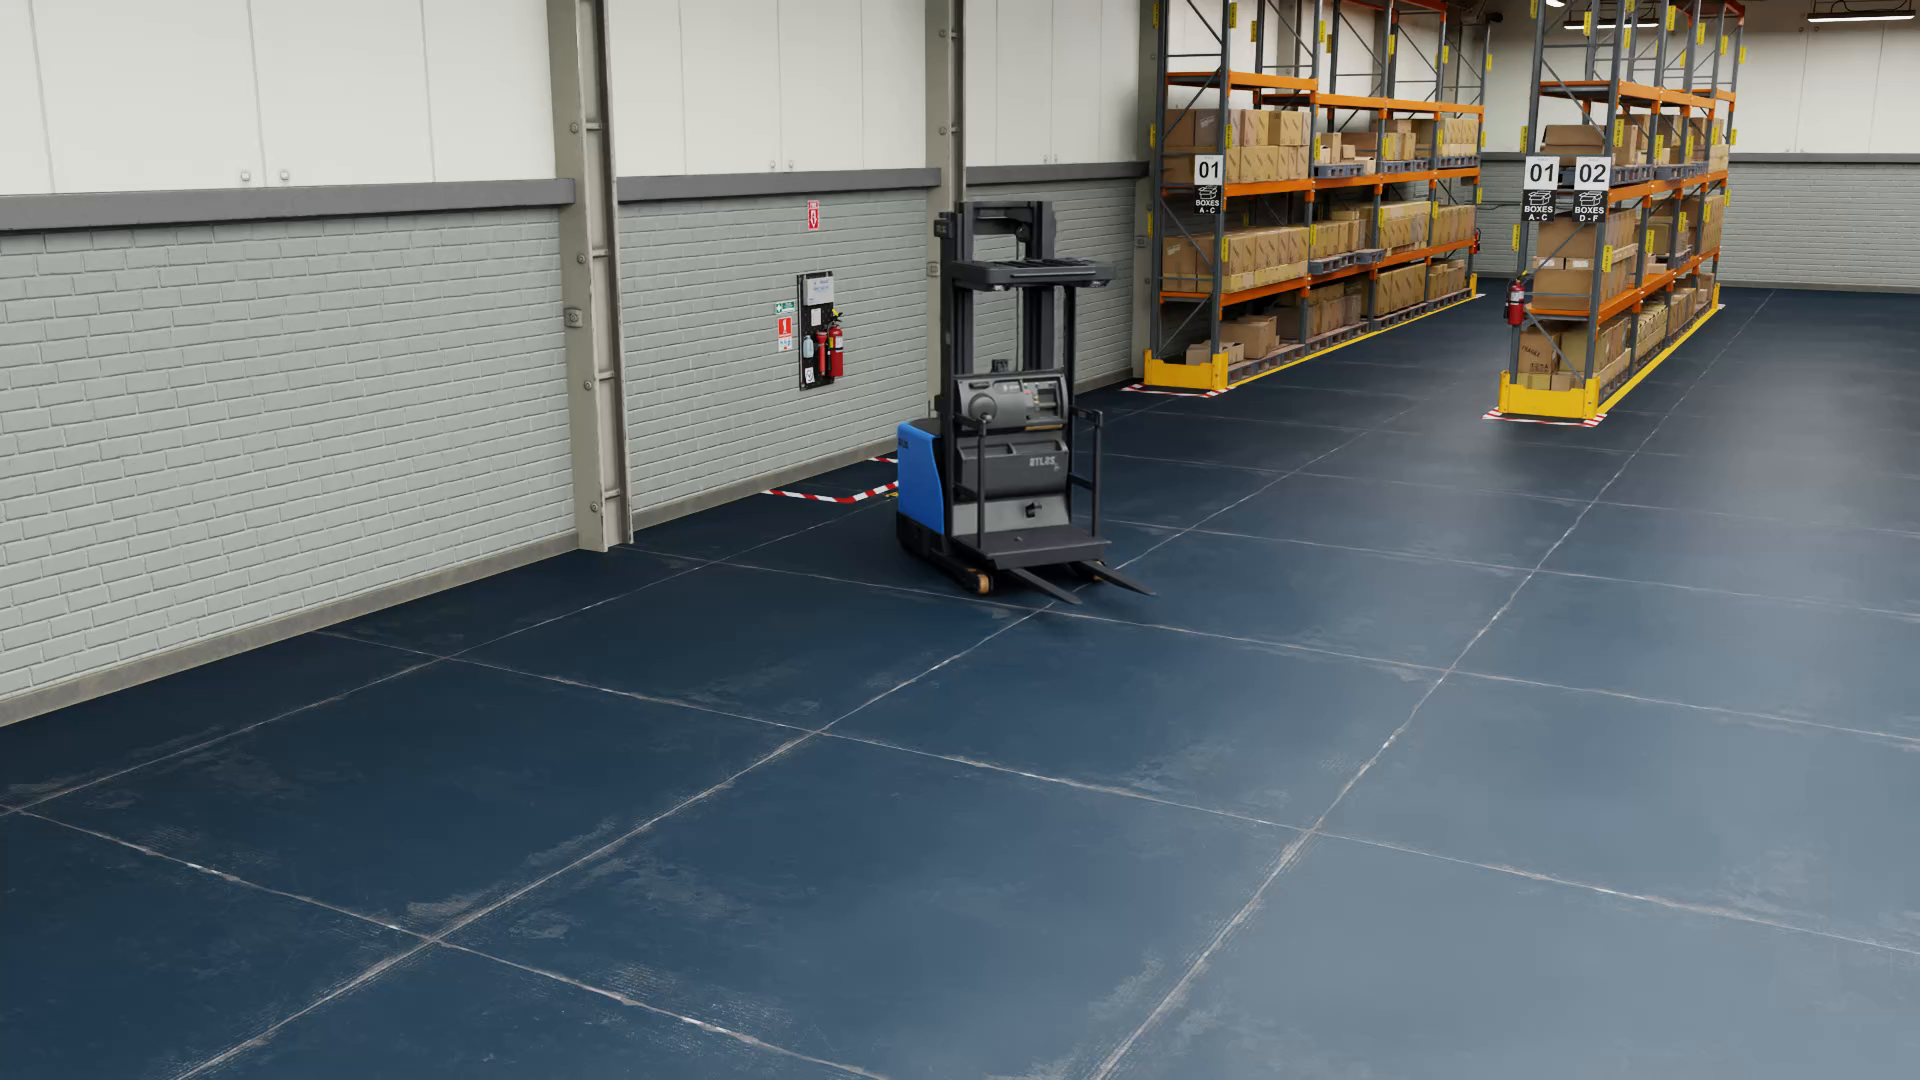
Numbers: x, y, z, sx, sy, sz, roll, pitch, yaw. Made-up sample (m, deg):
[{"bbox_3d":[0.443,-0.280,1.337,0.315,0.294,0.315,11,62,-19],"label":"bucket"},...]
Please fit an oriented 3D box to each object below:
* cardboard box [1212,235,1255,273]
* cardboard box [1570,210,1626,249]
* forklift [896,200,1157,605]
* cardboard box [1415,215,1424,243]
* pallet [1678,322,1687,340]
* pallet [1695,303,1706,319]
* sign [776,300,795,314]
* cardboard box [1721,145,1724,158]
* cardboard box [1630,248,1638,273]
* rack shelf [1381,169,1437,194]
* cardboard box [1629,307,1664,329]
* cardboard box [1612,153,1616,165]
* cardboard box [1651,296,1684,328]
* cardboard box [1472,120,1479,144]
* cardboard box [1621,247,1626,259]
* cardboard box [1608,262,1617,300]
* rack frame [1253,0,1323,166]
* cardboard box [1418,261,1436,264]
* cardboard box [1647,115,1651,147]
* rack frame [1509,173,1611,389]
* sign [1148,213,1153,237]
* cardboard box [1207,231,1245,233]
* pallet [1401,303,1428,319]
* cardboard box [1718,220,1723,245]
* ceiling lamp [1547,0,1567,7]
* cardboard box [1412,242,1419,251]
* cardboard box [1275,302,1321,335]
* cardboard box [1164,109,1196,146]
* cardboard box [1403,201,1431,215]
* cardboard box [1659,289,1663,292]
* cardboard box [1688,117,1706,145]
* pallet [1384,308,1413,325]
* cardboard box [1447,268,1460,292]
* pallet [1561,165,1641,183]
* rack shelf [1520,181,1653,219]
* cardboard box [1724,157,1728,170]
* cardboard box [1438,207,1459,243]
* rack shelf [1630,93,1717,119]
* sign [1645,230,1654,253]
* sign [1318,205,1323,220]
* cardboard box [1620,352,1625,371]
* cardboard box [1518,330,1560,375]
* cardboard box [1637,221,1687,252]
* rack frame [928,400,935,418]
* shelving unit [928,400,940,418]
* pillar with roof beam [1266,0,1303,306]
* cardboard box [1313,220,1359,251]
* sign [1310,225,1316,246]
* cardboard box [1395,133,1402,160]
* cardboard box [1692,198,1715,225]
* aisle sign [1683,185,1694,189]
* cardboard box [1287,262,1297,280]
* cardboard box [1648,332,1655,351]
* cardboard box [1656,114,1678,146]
[{"bbox_3d":[3.901,-4.099,23.813,0.500,0.500,0.500,7,15,28],"label":"cardboard box"},{"bbox_3d":[8.736,-4.275,22.883,0.700,0.500,0.500,7,15,28],"label":"cardboard box"},{"bbox_3d":[0.505,-1.115,12.906,1.130,2.935,3.031,-6,15,-23],"label":"forklift"},{"bbox_3d":[8.720,-6.069,32.418,0.500,0.500,0.500,8,15,28],"label":"cardboard box"},{"bbox_3d":[12.350,-3.757,29.666,1.003,0.211,1.213,7,15,28],"label":"pallet"},{"bbox_3d":[14.220,-4.571,33.045,1.003,0.211,1.213,7,15,28],"label":"pallet"},{"bbox_3d":[-1.736,-2.315,16.527,0.001,0.109,0.331,7,15,28],"label":"sign"},{"bbox_3d":[14.720,-7.645,32.697,0.500,0.250,0.500,7,15,28],"label":"cardboard box"},{"bbox_3d":[10.071,-4.206,25.366,0.500,0.500,0.500,9,16,32],"label":"cardboard box"},{"bbox_3d":[7.993,-6.794,31.447,1.077,0.370,4.000,7,15,28],"label":"rack shelf"},{"bbox_3d":[11.082,-3.612,26.888,0.500,0.311,0.500,7,15,27],"label":"cardboard box"},{"bbox_3d":[8.220,-4.903,21.410,0.380,0.149,0.250,7,15,28],"label":"cardboard box"},{"bbox_3d":[12.330,-3.984,29.055,0.500,0.500,0.500,7,15,27],"label":"cardboard box"},{"bbox_3d":[10.779,-8.738,35.587,0.500,0.500,0.500,7,15,28],"label":"cardboard box"},{"bbox_3d":[8.994,-3.969,22.999,0.380,0.149,0.250,7,15,28],"label":"cardboard box"},{"bbox_3d":[8.480,-3.534,22.578,0.700,0.500,0.500,8,16,30],"label":"cardboard box"},{"bbox_3d":[5.093,-7.370,25.905,1.000,3.000,0.127,7,15,28],"label":"rack frame"},{"bbox_3d":[9.917,-5.853,35.466,0.380,0.149,0.250,8,15,29],"label":"cardboard box"},{"bbox_3d":[10.019,-6.089,24.814,0.500,0.500,0.500,9,16,33],"label":"cardboard box"},{"bbox_3d":[7.497,-3.073,20.880,1.000,3.000,0.127,7,15,28],"label":"rack frame"},{"bbox_3d":[2.683,-4.417,23.310,0.100,0.325,0.005,7,15,28],"label":"sign"},{"bbox_3d":[3.942,-4.368,24.927,0.500,0.500,0.500,8,16,29],"label":"cardboard box"},{"bbox_3d":[8.653,-4.573,33.051,1.003,0.211,1.213,7,15,28],"label":"pallet"},{"bbox_3d":[15.254,-6.281,33.975,0.500,0.500,0.500,8,16,30],"label":"cardboard box"},{"bbox_3d":[11.013,-11.360,30.001,0.800,3.185,2.000,7,15,28],"label":"ceiling lamp"},{"bbox_3d":[8.702,-5.718,32.345,0.380,0.149,0.250,7,15,28],"label":"cardboard box"},{"bbox_3d":[5.640,-3.717,27.947,0.700,0.500,0.500,7,15,27],"label":"cardboard box"},{"bbox_3d":[3.139,-5.754,23.212,0.500,0.500,0.500,8,16,31],"label":"cardboard box"},{"bbox_3d":[8.958,-6.538,32.762,0.500,0.250,0.500,8,16,29],"label":"cardboard box"},{"bbox_3d":[12.603,-4.351,30.577,0.500,0.500,0.500,8,16,29],"label":"cardboard box"},{"bbox_3d":[13.500,-7.632,31.043,0.700,0.500,0.500,7,15,28],"label":"cardboard box"},{"bbox_3d":[8.064,-4.322,32.009,1.003,0.211,1.213,7,15,28],"label":"pallet"},{"bbox_3d":[10.401,-5.647,35.996,0.700,0.500,0.500,7,15,28],"label":"cardboard box"},{"bbox_3d":[8.451,-4.882,22.170,1.003,0.211,1.213,7,15,28],"label":"pallet"},{"bbox_3d":[8.464,-4.592,22.314,1.077,0.370,4.000,7,15,28],"label":"rack shelf"},{"bbox_3d":[15.215,-7.606,33.601,0.500,0.250,0.500,7,15,28],"label":"cardboard box"},{"bbox_3d":[9.938,-6.650,35.078,0.980,0.700,0.700,7,15,25],"label":"cardboard box"},{"bbox_3d":[12.332,-7.497,28.818,1.077,0.370,4.000,7,15,28],"label":"rack shelf"},{"bbox_3d":[9.918,-4.290,23.913,0.100,0.325,0.005,7,15,28],"label":"sign"},{"bbox_3d":[6.539,-5.900,30.135,0.100,0.325,0.005,7,15,28],"label":"sign"},{"bbox_3d":[9.148,-2.540,23.639,0.500,0.250,0.500,7,15,28],"label":"cardboard box"},{"bbox_3d":[7.496,-2.449,21.661,0.500,0.500,0.500,7,15,28],"label":"cardboard box"},{"bbox_3d":[12.180,-5.275,28.904,0.700,0.500,0.500,11,17,38],"label":"cardboard box"},{"bbox_3d":[-0.169,-0.621,14.548,0.240,1.200,0.006,6,15,24],"label":"rack frame"},{"bbox_3d":[-0.131,-0.640,14.629,0.258,1.200,0.189,6,15,24],"label":"shelving unit"},{"bbox_3d":[9.409,-7.535,26.587,9.100,9.000,0.400,7,15,28],"label":"pillar with roof beam"},{"bbox_3d":[6.562,-5.322,29.056,0.700,0.500,0.500,6,15,23],"label":"cardboard box"},{"bbox_3d":[5.572,-4.815,26.259,0.100,0.325,0.005,7,15,28],"label":"sign"},{"bbox_3d":[7.928,-7.431,31.404,0.700,0.500,0.500,7,15,28],"label":"cardboard box"},{"bbox_3d":[14.270,-6.346,32.108,0.500,0.500,0.500,7,15,26],"label":"cardboard box"},{"bbox_3d":[15.008,-7.667,34.387,0.394,0.787,0.004,7,15,28],"label":"aisle sign"},{"bbox_3d":[4.881,-4.158,25.658,0.500,0.250,0.500,7,15,28],"label":"cardboard box"},{"bbox_3d":[10.586,-3.131,26.092,0.500,0.250,0.500,8,16,29],"label":"cardboard box"},{"bbox_3d":[11.581,-6.796,27.576,0.500,0.500,0.500,7,15,28],"label":"cardboard box"}]
